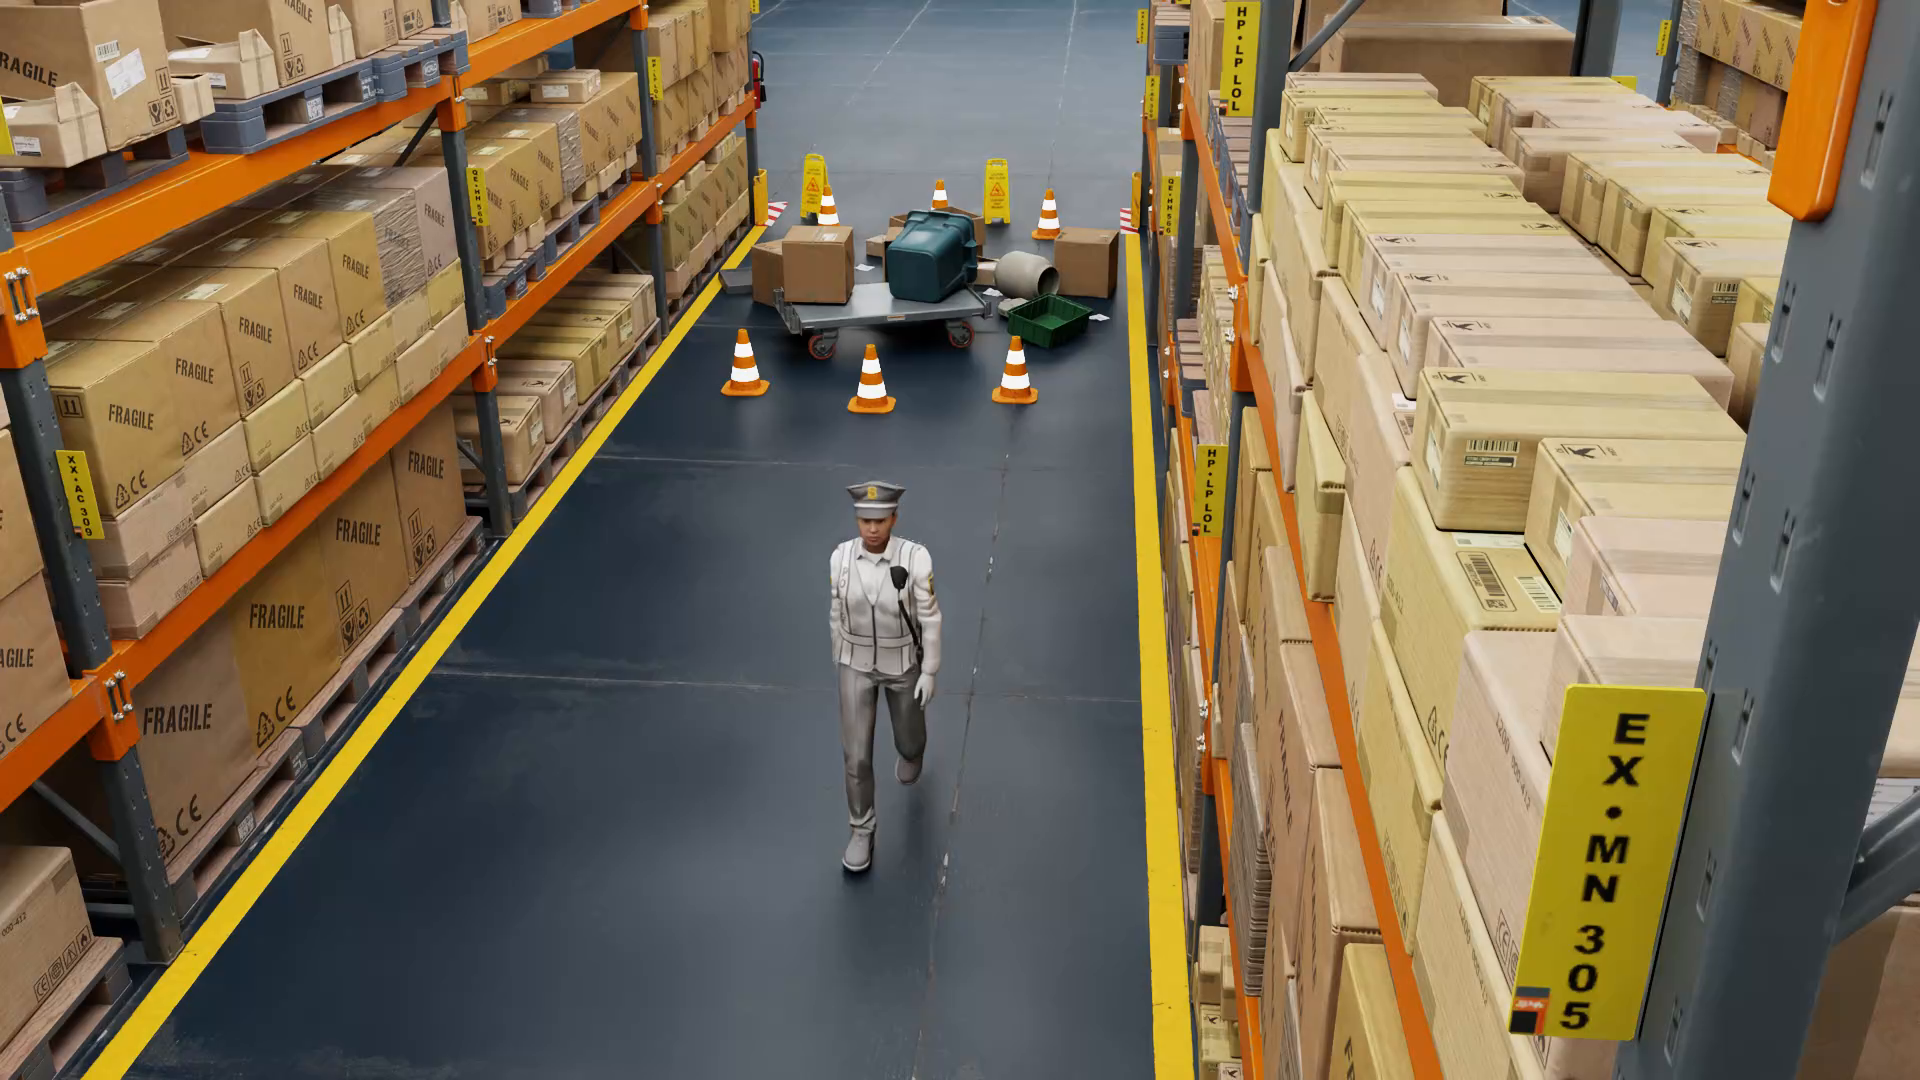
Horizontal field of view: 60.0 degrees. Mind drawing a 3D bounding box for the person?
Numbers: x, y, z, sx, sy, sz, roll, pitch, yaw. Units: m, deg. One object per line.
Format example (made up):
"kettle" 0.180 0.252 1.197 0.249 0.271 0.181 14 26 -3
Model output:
"person" -1.581 -0.652 6.719 5.233 2.386 22.021 3 25 6
